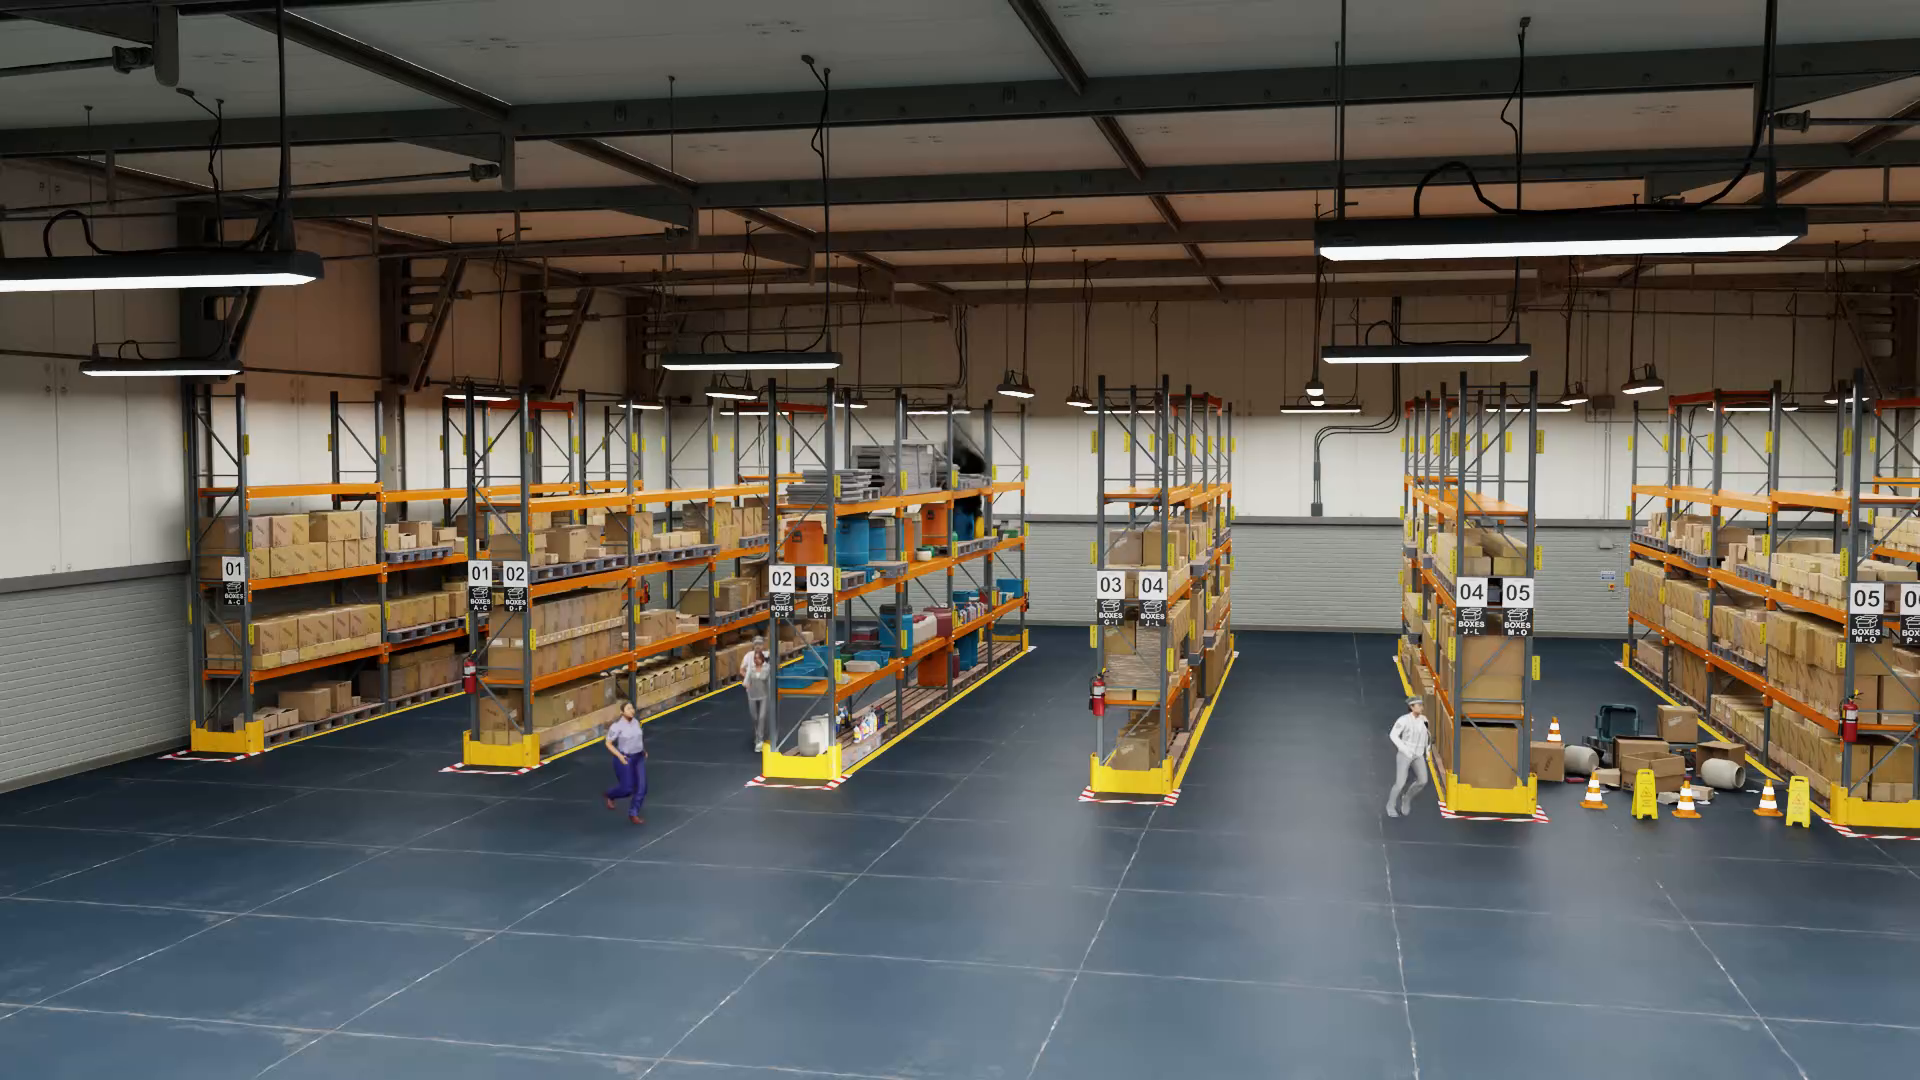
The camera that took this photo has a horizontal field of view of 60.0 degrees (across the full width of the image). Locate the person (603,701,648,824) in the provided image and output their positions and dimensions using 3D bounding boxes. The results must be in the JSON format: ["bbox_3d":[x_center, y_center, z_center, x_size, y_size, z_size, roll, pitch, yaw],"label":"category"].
[{"bbox_3d":[-4.437,2.957,22.135,0.662,1.601,0.614,3,4,39],"label":"person"}]

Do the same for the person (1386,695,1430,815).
[{"bbox_3d":[6.108,2.899,22.390,0.677,1.637,0.573,-1,3,-14],"label":"person"}]

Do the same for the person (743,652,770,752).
[{"bbox_3d":[-3.301,2.625,27.343,0.538,1.592,0.877,0,3,2],"label":"person"}]

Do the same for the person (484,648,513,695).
[{"bbox_3d":[-8.158,2.448,29.683,0.709,1.737,0.640,0,3,0],"label":"person"}]

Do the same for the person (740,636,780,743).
[{"bbox_3d":[-3.425,2.510,28.354,0.662,1.785,0.911,0,3,1],"label":"person"}]
